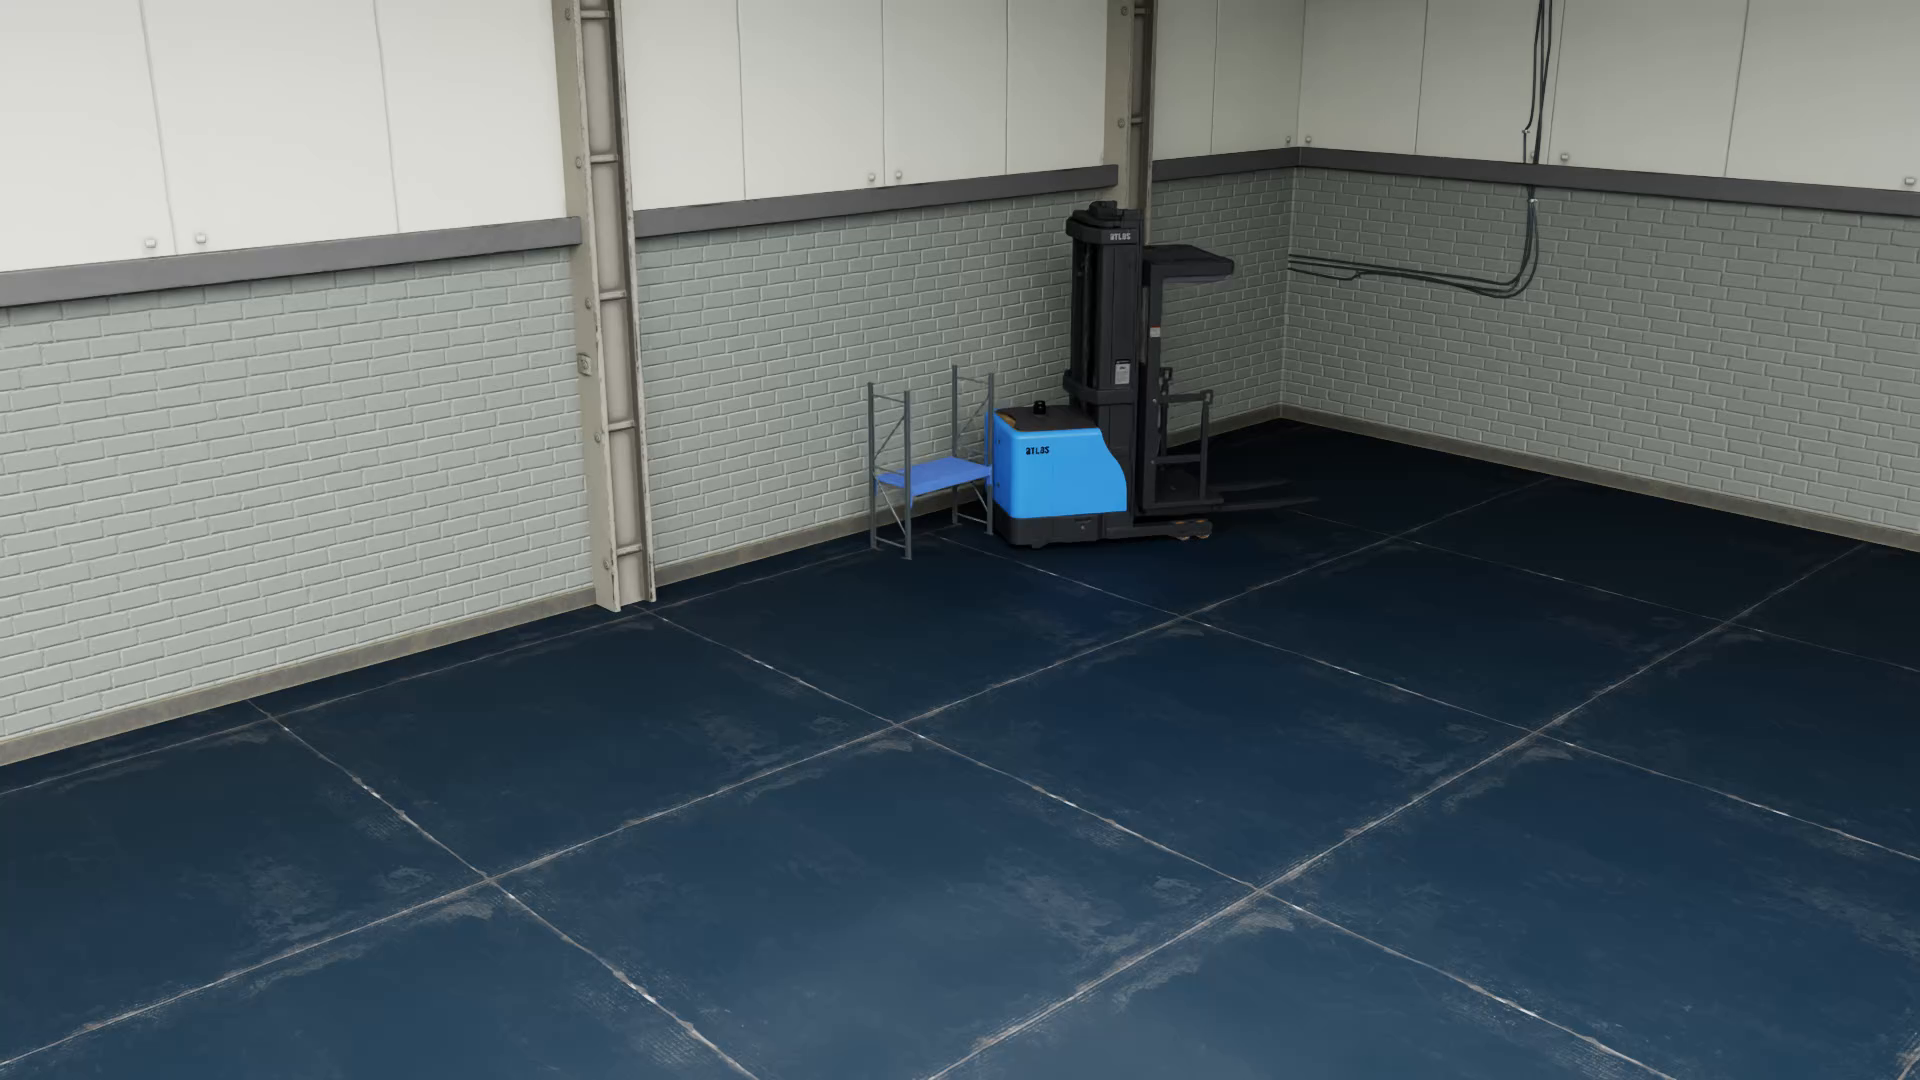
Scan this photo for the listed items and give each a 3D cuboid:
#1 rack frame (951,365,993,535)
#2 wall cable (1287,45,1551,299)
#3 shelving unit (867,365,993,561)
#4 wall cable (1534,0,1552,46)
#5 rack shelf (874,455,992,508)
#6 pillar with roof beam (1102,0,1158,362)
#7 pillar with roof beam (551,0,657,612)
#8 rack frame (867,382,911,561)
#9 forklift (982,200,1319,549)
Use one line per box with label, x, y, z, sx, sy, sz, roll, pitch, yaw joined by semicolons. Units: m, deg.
rack frame;0.105;-0.812;15.058;0.032;1.500;0.500;-17;25;-42
wall cable;4.705;-3.904;17.471;0.112;2.526;3.097;-16;24;-41
shelving unit;-0.256;-0.702;14.717;1.048;1.500;0.538;-17;25;-42
wall cable;6.564;-5.700;14.822;0.112;2.526;3.097;-16;24;-41
rack shelf;-0.256;-0.531;14.773;1.000;0.185;0.538;-17;25;-42
pillar with roof beam;4.614;-4.089;13.005;0.400;9.000;9.100;-16;24;-41
pillar with roof beam;0.254;-2.817;9.084;0.400;9.000;9.100;-16;24;-41
rack frame;-0.616;-0.591;14.376;0.032;1.500;0.500;-17;25;-42
forklift;1.784;-1.544;14.995;3.031;2.935;1.130;-5;19;-14
